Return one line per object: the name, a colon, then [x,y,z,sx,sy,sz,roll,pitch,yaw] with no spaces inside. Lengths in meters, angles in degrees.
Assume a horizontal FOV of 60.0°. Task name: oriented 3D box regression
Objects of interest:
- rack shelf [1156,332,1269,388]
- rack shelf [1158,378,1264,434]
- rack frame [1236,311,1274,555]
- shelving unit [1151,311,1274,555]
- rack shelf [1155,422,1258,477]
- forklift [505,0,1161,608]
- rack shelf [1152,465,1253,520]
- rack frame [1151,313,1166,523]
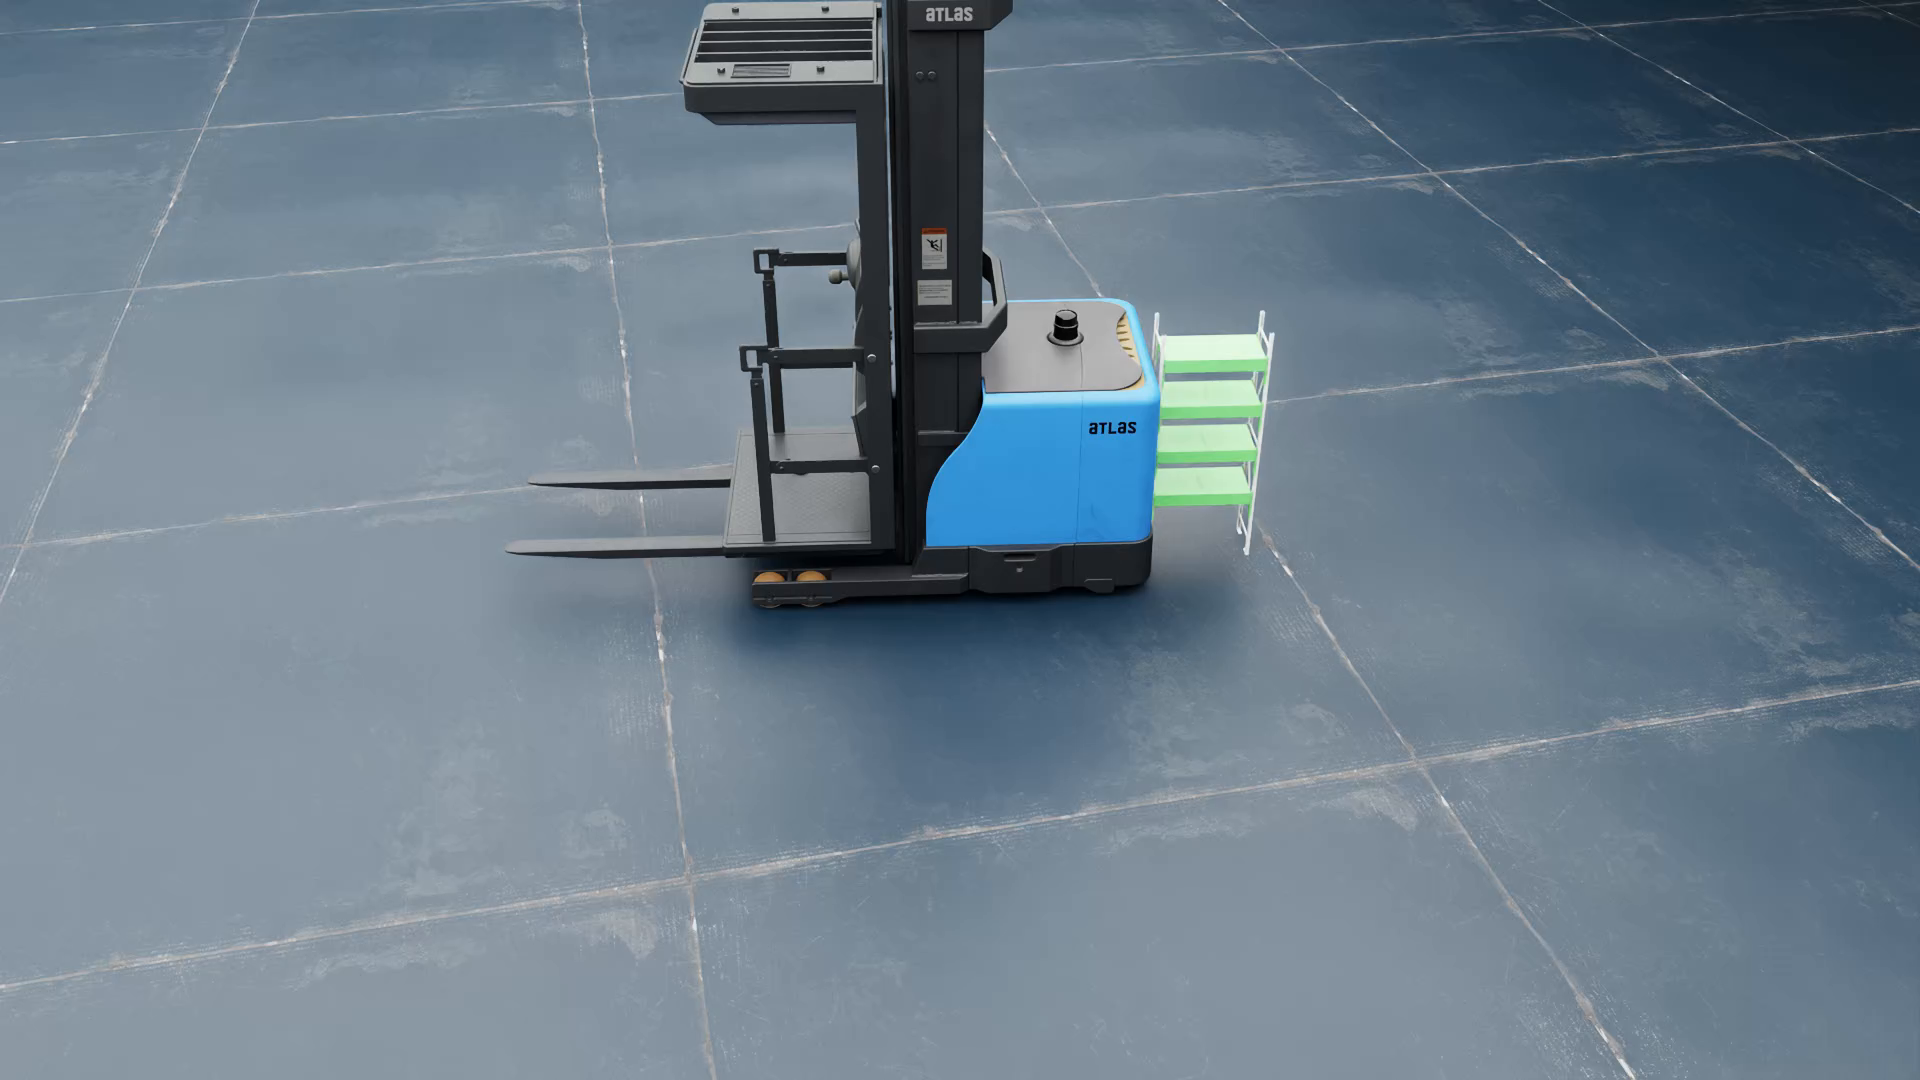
rack shelf: [1.155,-0.830,7.663,0.480,0.148,0.258,-1,34,-2]
rack shelf: [1.155,-0.631,7.797,0.480,0.148,0.258,-1,34,-2]
rack frame: [1.399,-0.491,7.904,0.015,1.200,0.240,-1,34,-2]
shelving unit: [1.155,-0.485,7.895,0.503,1.200,0.258,-1,34,-2]
rack shelf: [1.155,-0.432,7.931,0.480,0.148,0.258,-1,34,-2]
forklift: [-0.630,-1.202,7.410,3.031,2.935,1.130,-1,34,-2]
rack shelf: [1.155,-0.232,8.065,0.480,0.148,0.258,-1,34,-2]
rack frame: [0.911,-0.479,7.886,0.015,1.200,0.240,-1,34,-2]
